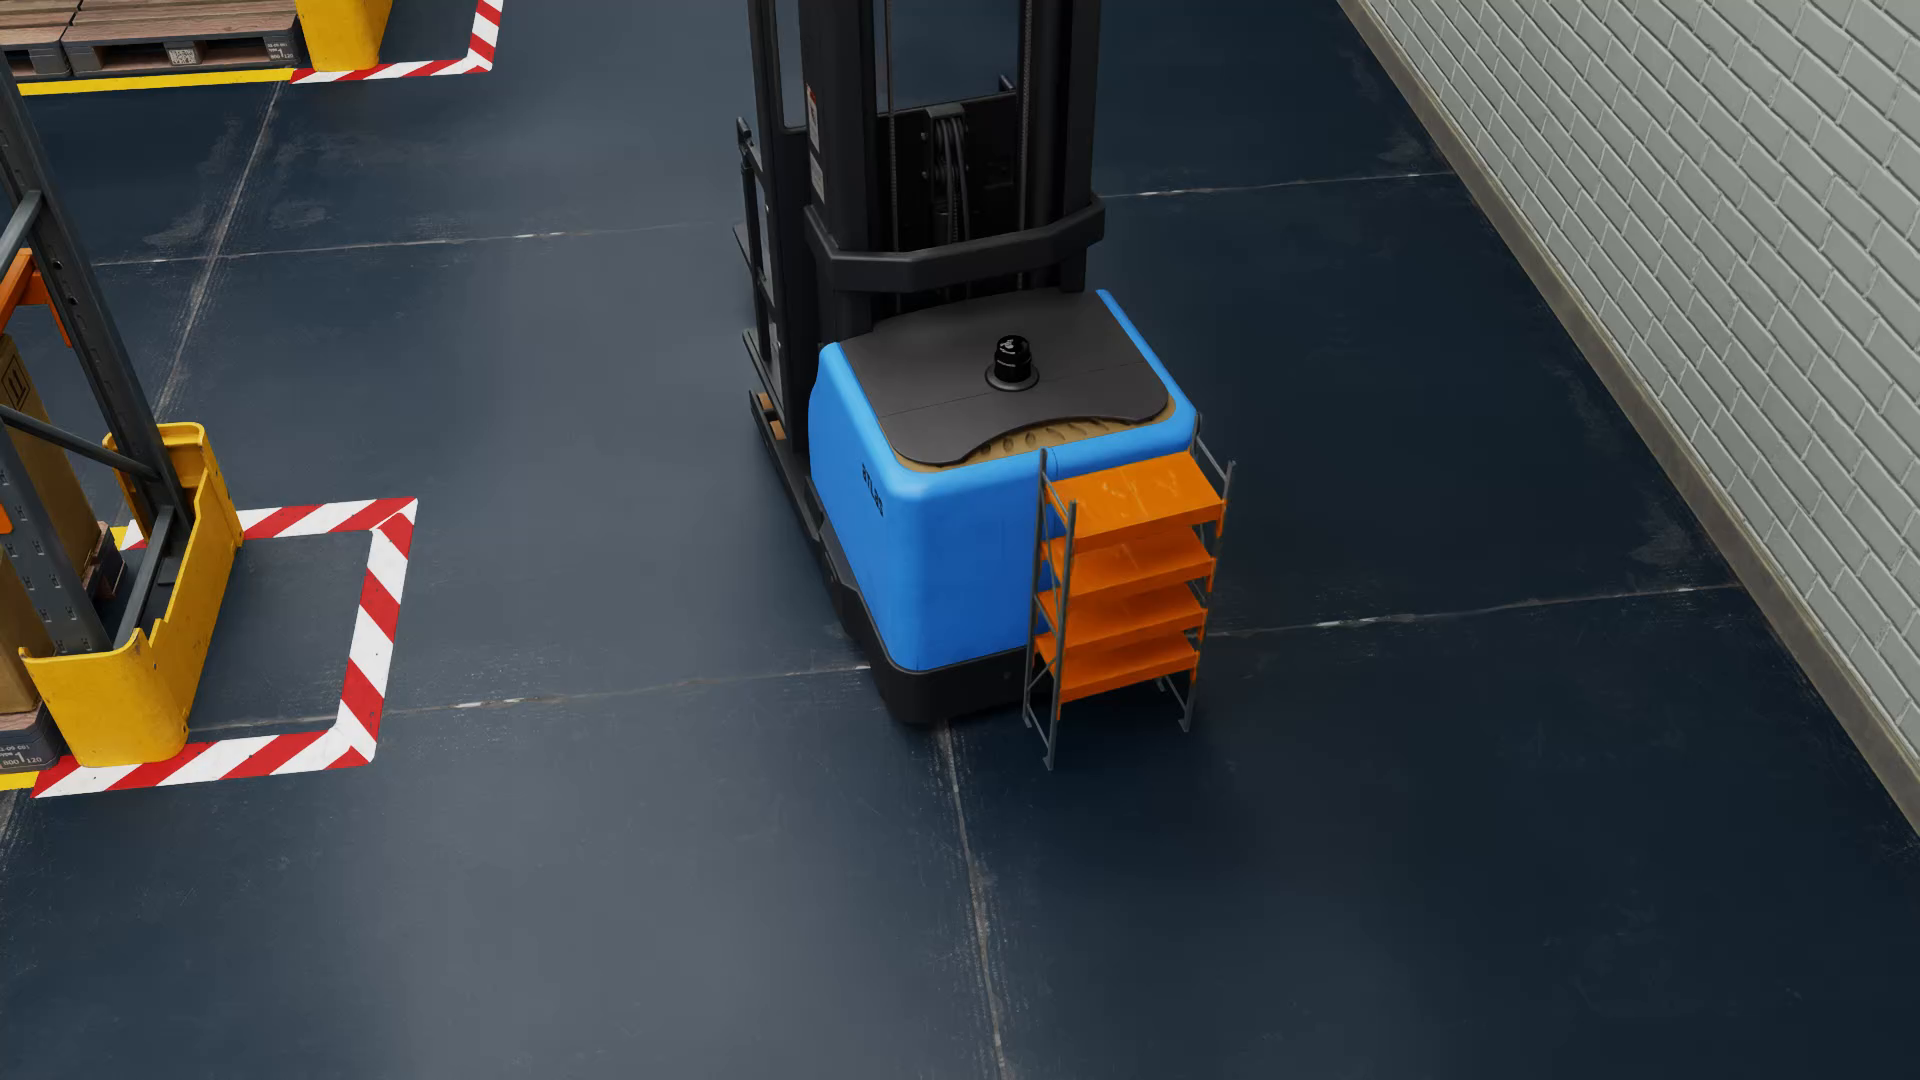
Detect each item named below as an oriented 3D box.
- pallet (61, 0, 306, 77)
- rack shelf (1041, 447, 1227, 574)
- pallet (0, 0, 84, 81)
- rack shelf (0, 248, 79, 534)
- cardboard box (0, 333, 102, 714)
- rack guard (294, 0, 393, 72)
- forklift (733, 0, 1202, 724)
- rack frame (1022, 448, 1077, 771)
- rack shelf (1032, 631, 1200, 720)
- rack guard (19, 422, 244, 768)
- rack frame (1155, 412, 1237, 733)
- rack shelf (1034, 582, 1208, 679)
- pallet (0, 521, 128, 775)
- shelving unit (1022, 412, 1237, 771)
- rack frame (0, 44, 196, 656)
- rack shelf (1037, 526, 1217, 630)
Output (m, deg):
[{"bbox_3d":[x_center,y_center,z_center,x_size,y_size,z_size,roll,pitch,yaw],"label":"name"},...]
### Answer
[{"bbox_3d":[-4.289,-2.974,9.389,1.213,0.211,1.003,-5,42,-6],"label":"pallet"},{"bbox_3d":[0.502,-0.090,4.858,0.480,0.148,0.258,-14,47,-15],"label":"rack shelf"},{"bbox_3d":[-5.496,-2.870,9.274,1.213,0.211,1.003,-5,42,-6],"label":"pallet"},{"bbox_3d":[-4.807,-0.325,4.907,4.000,0.370,1.077,-5,42,-6],"label":"rack shelf"},{"bbox_3d":[-3.448,-0.024,5.310,0.875,0.875,0.875,-5,42,-6],"label":"cardboard box"},{"bbox_3d":[-3.444,-3.137,9.355,0.348,0.500,1.175,-5,42,-6],"label":"rack guard"},{"bbox_3d":[-0.206,-1.482,5.705,1.130,2.935,3.031,-13,44,-14],"label":"forklift"},{"bbox_3d":[0.266,0.245,5.073,0.015,1.200,0.240,-14,47,-15],"label":"rack frame"},{"bbox_3d":[0.491,0.379,5.322,0.480,0.148,0.258,-14,47,-15],"label":"rack shelf"},{"bbox_3d":[-2.800,0.161,5.699,0.348,0.500,1.175,-5,42,-6],"label":"rack guard"},{"bbox_3d":[0.725,0.134,5.196,0.015,1.200,0.240,-14,47,-15],"label":"rack frame"},{"bbox_3d":[0.494,0.237,5.182,0.480,0.148,0.258,-14,47,-15],"label":"rack shelf"},{"bbox_3d":[-3.607,0.391,5.658,1.213,0.211,1.003,-5,42,-6],"label":"pallet"},{"bbox_3d":[0.495,0.190,5.135,0.503,1.200,0.258,-14,47,-15],"label":"shelving unit"},{"bbox_3d":[-2.824,-0.765,4.859,0.127,3.000,1.000,-5,42,-6],"label":"rack frame"},{"bbox_3d":[0.498,0.078,5.025,0.480,0.148,0.258,-14,47,-15],"label":"rack shelf"}]
